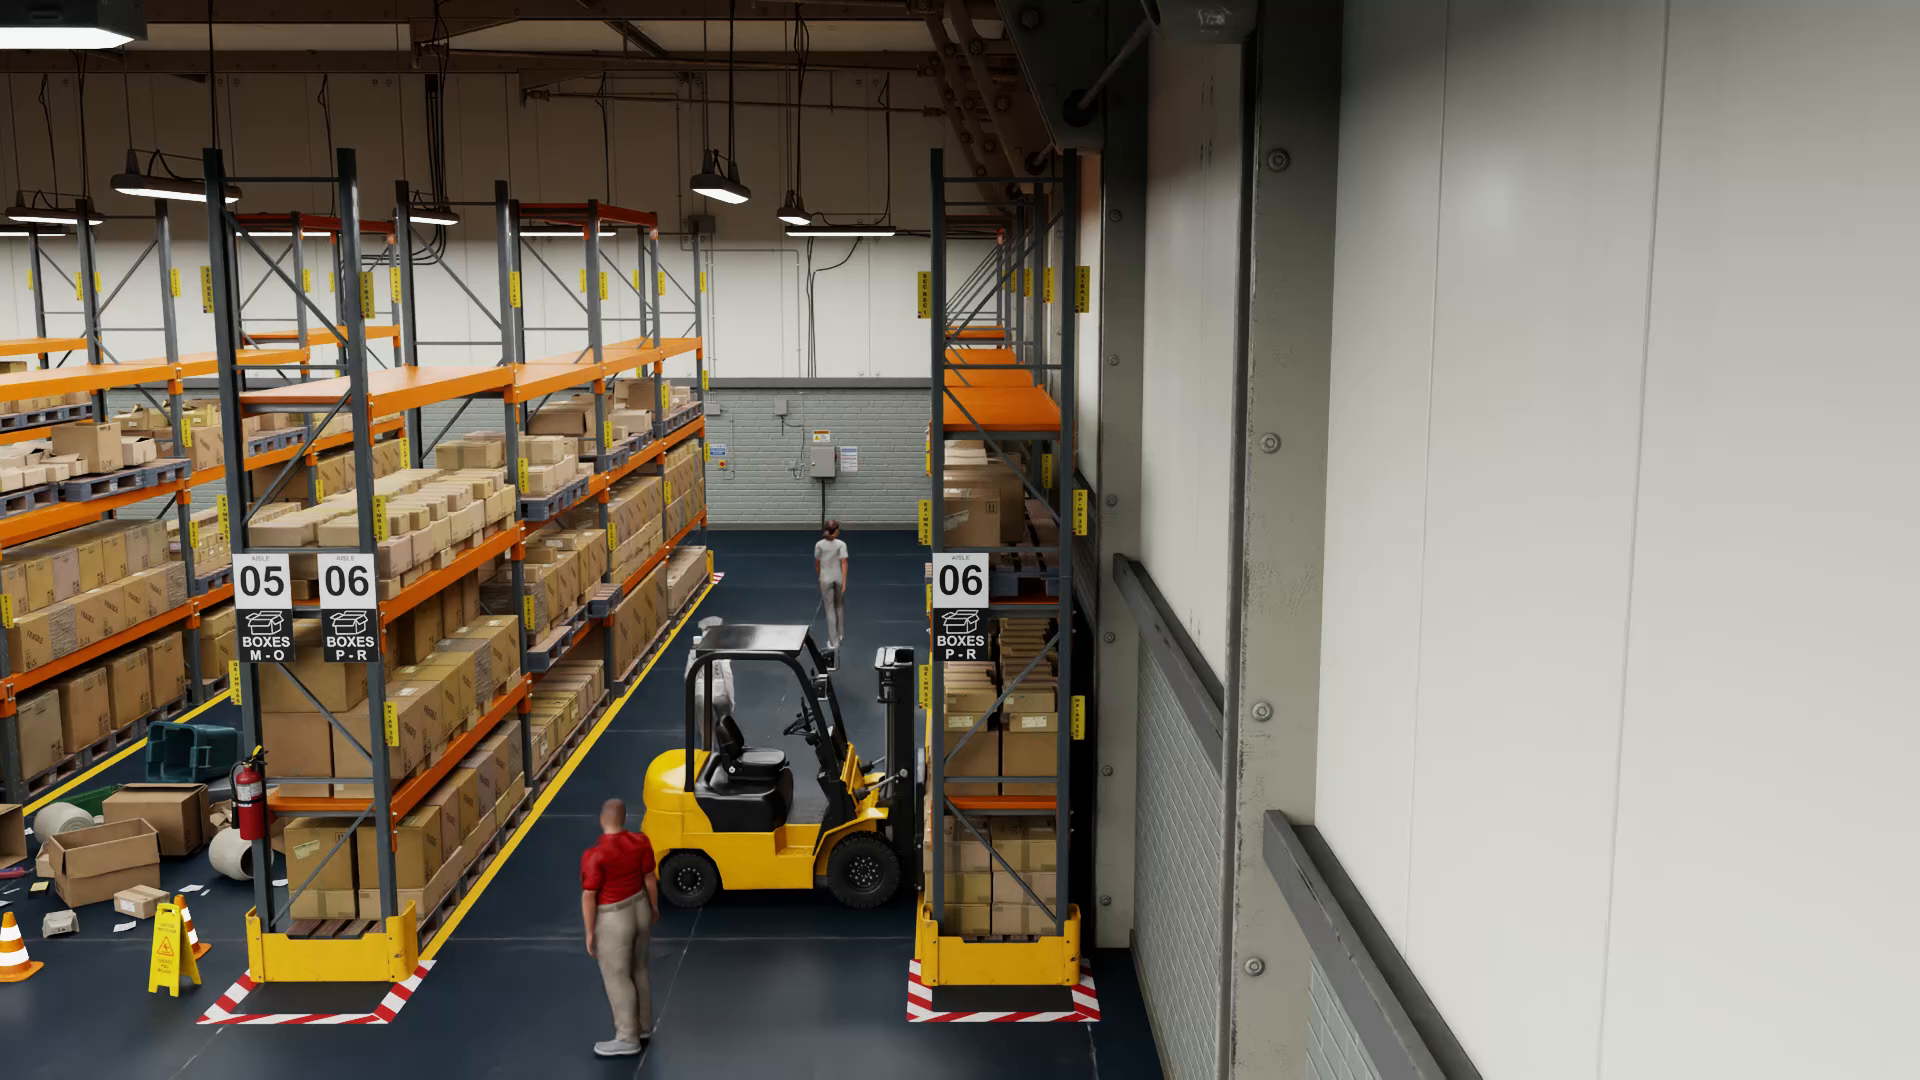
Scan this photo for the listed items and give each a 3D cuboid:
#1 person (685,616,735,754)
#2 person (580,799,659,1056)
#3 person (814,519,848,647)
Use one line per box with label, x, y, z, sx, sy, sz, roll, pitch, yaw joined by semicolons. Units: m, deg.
person;-2.578;1.657;17.164;0.534;1.701;0.704;0;9;-3
person;-2.261;2.568;11.126;0.400;1.763;0.644;5;10;27
person;-1.681;0.598;21.733;0.405;1.752;0.578;-3;10;-18
